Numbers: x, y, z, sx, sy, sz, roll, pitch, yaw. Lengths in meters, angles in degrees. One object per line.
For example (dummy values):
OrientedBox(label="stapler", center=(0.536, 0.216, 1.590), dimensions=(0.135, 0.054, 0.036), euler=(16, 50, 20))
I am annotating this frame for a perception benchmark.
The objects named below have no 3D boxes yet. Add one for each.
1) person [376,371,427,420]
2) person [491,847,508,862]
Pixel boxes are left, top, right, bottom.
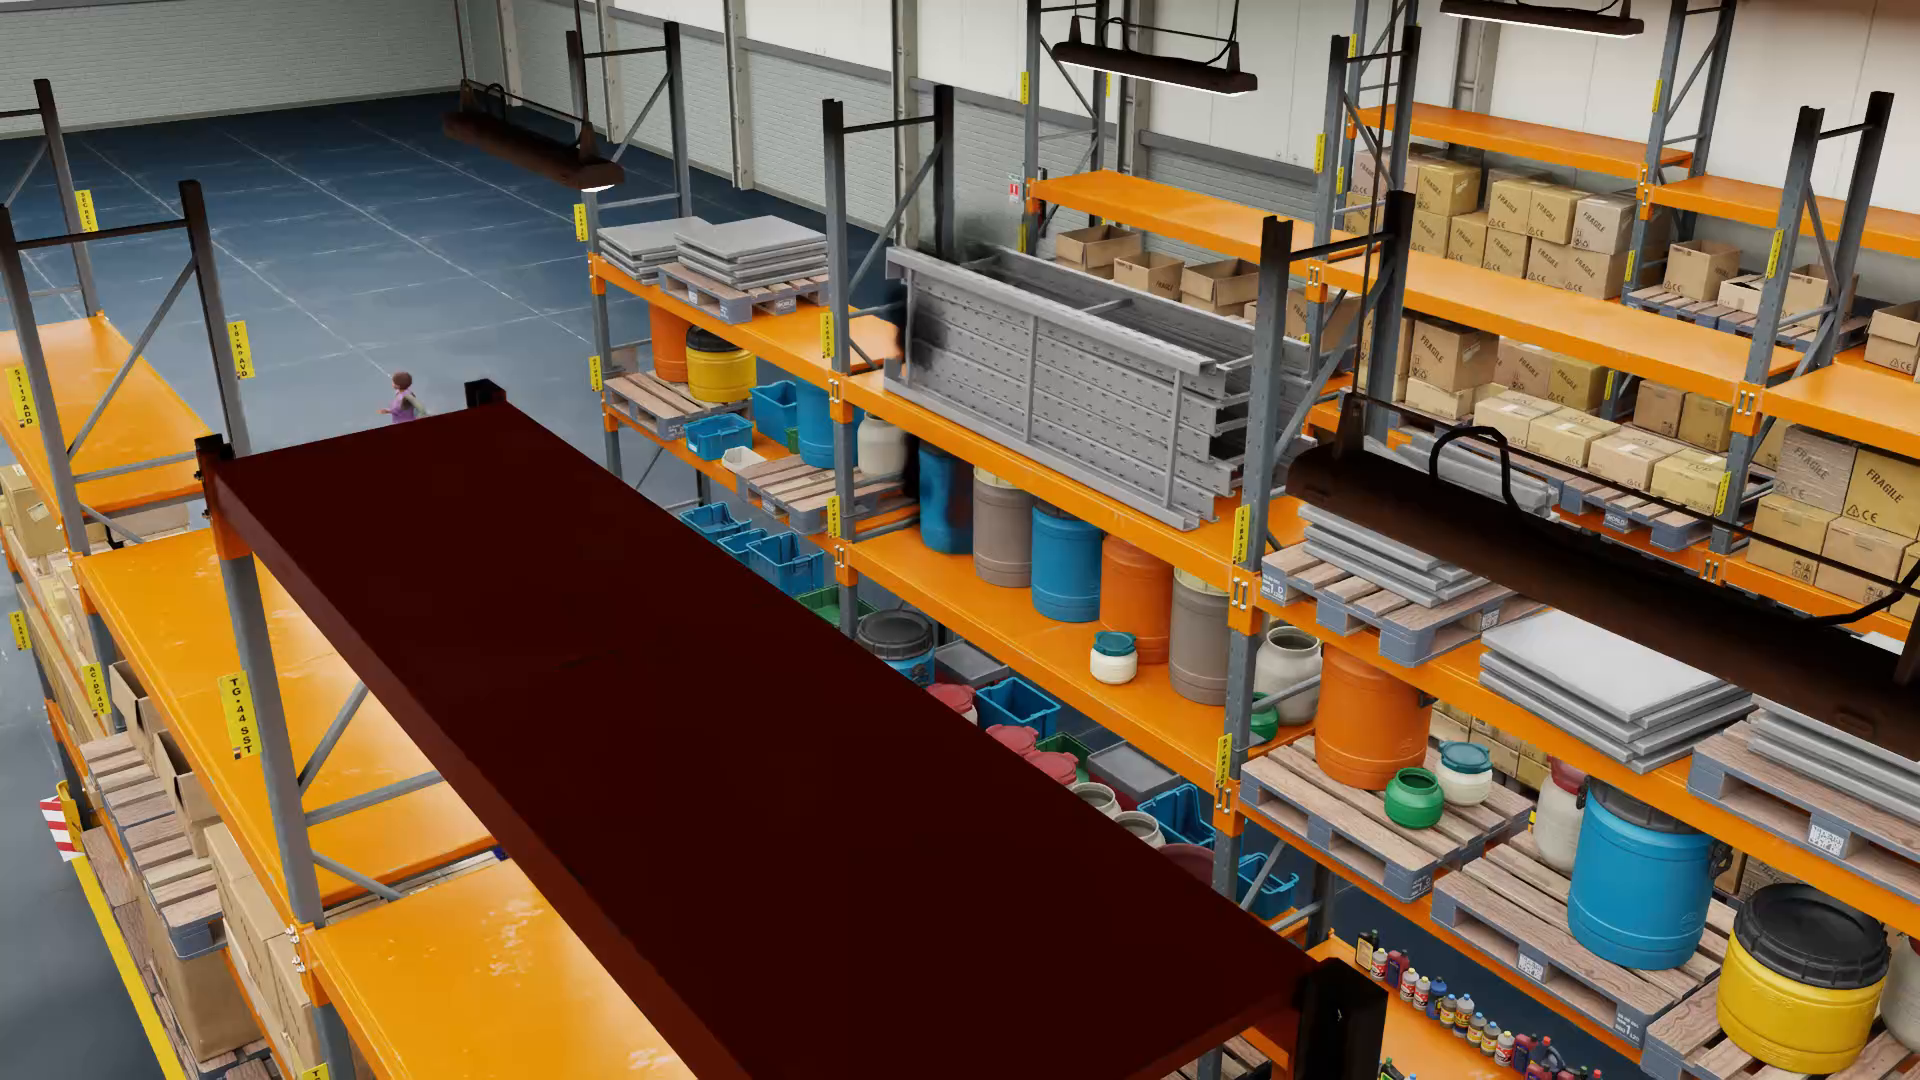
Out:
OrientedBox(label="person", center=(-6.524, -1.225, 19.702), dimensions=(0.799, 1.588, 0.532), euler=(-8, 26, -17))
OrientedBox(label="person", center=(-3.356, 2.452, 11.739), dimensions=(0.550, 1.617, 0.573), euler=(-18, 30, -34))
